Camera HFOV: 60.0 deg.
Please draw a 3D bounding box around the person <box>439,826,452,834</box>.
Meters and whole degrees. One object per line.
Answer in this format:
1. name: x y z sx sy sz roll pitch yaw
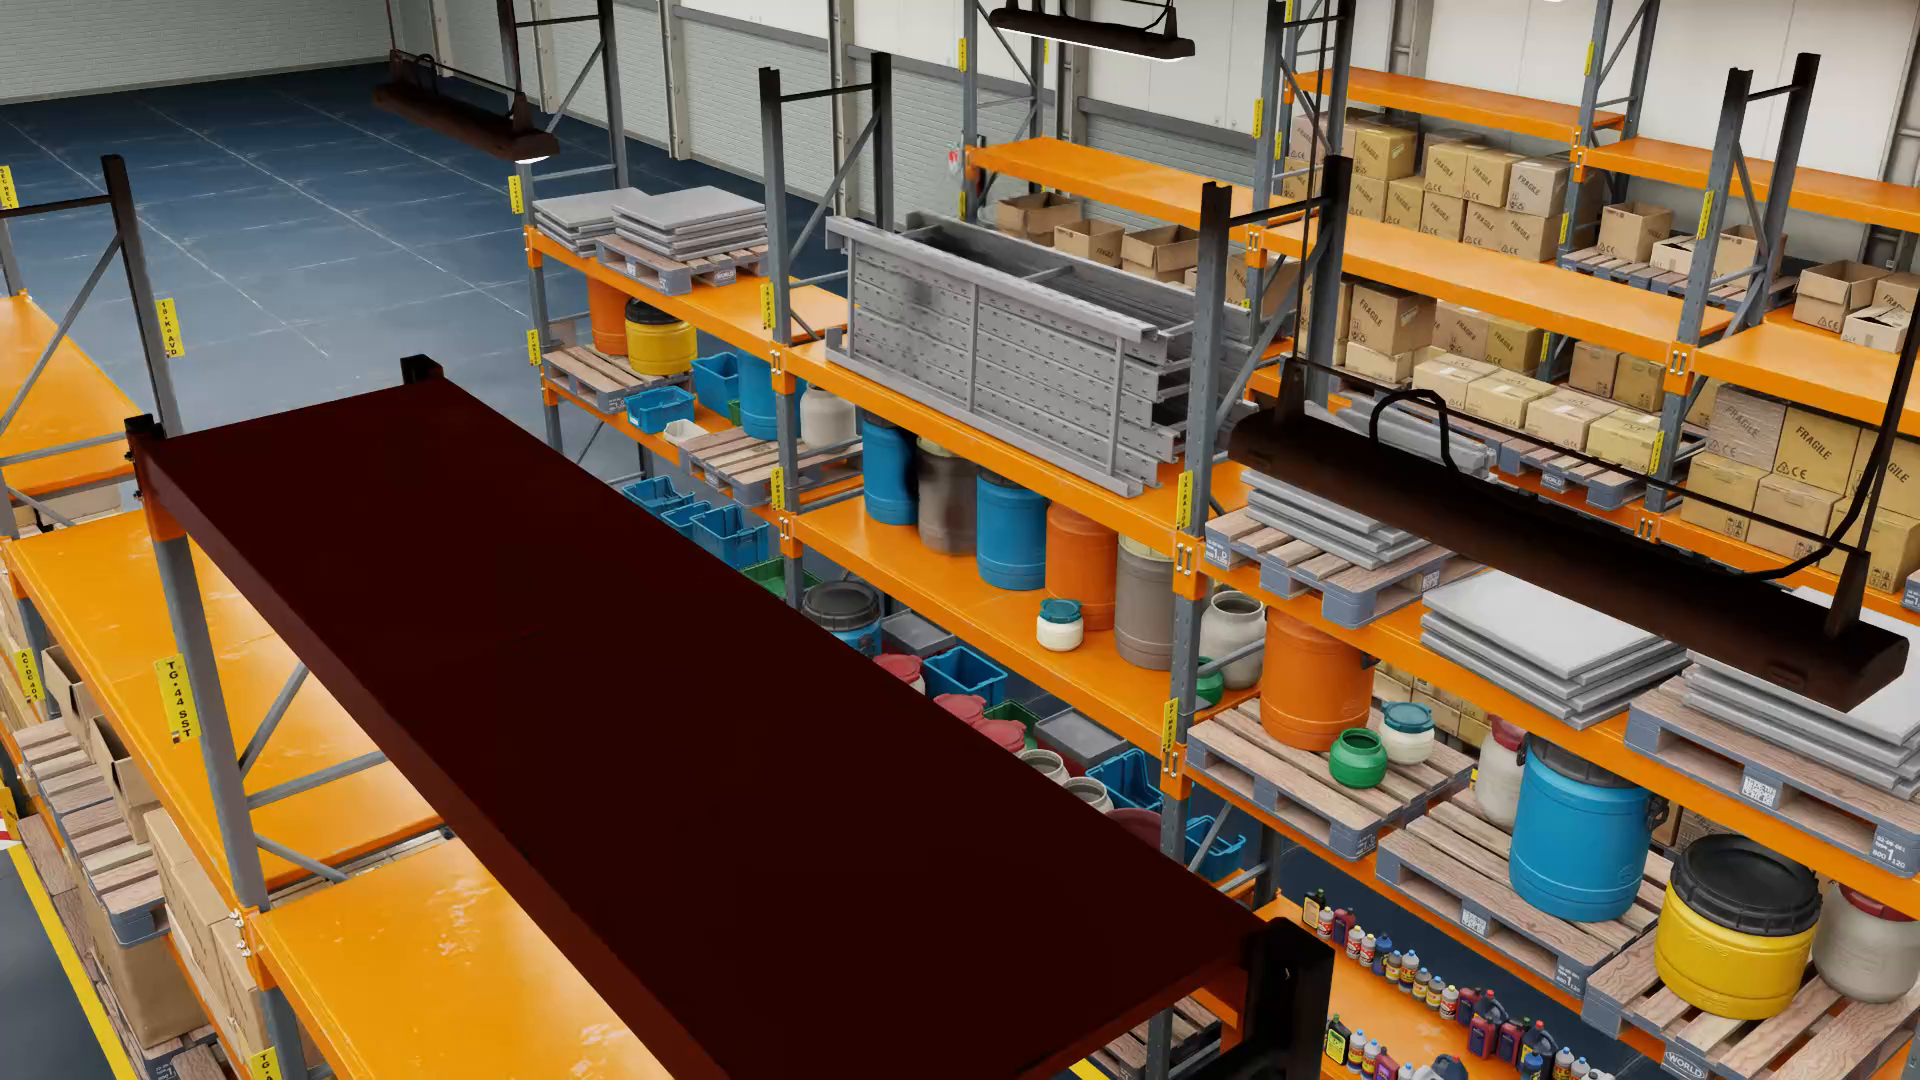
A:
1. person: -4.345 1.594 13.063 0.926 1.729 0.600 16 30 29
